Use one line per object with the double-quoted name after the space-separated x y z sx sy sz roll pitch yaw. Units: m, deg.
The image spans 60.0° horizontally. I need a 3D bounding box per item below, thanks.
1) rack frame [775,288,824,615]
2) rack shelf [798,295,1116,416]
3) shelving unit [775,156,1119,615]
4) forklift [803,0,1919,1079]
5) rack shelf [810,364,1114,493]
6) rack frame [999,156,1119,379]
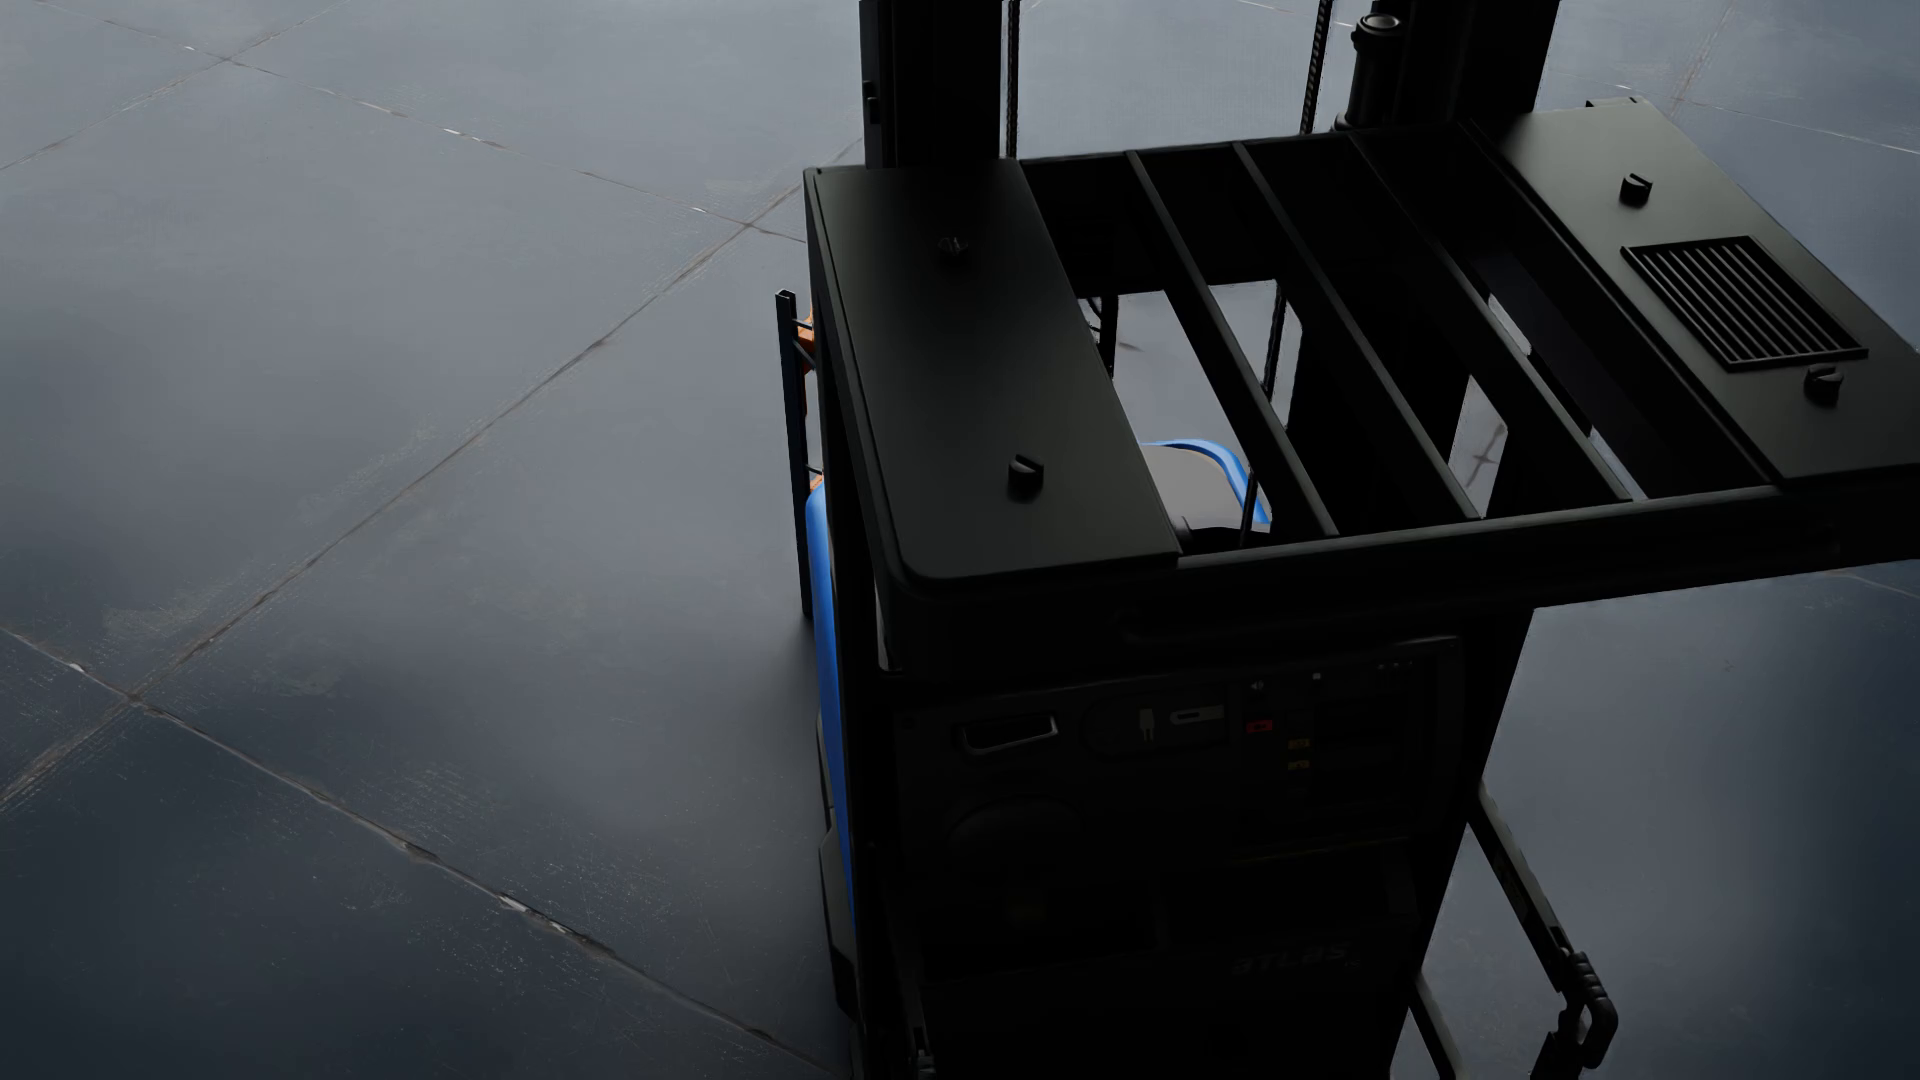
-0.251 -0.135 4.552 0.500 1.125 0.032 21 45 22 "rack frame"
0.003 -0.646 4.689 0.538 0.278 1.000 21 45 22 "rack shelf"
0.003 -0.426 4.883 0.538 1.125 1.048 21 45 22 "shelving unit"
0.399 0.462 2.507 1.130 2.935 3.031 -7 42 -8 "forklift"
0.003 -0.243 5.044 0.538 0.278 1.000 21 45 22 "rack shelf"
0.258 -0.717 5.213 0.500 1.125 0.032 21 45 22 "rack frame"
